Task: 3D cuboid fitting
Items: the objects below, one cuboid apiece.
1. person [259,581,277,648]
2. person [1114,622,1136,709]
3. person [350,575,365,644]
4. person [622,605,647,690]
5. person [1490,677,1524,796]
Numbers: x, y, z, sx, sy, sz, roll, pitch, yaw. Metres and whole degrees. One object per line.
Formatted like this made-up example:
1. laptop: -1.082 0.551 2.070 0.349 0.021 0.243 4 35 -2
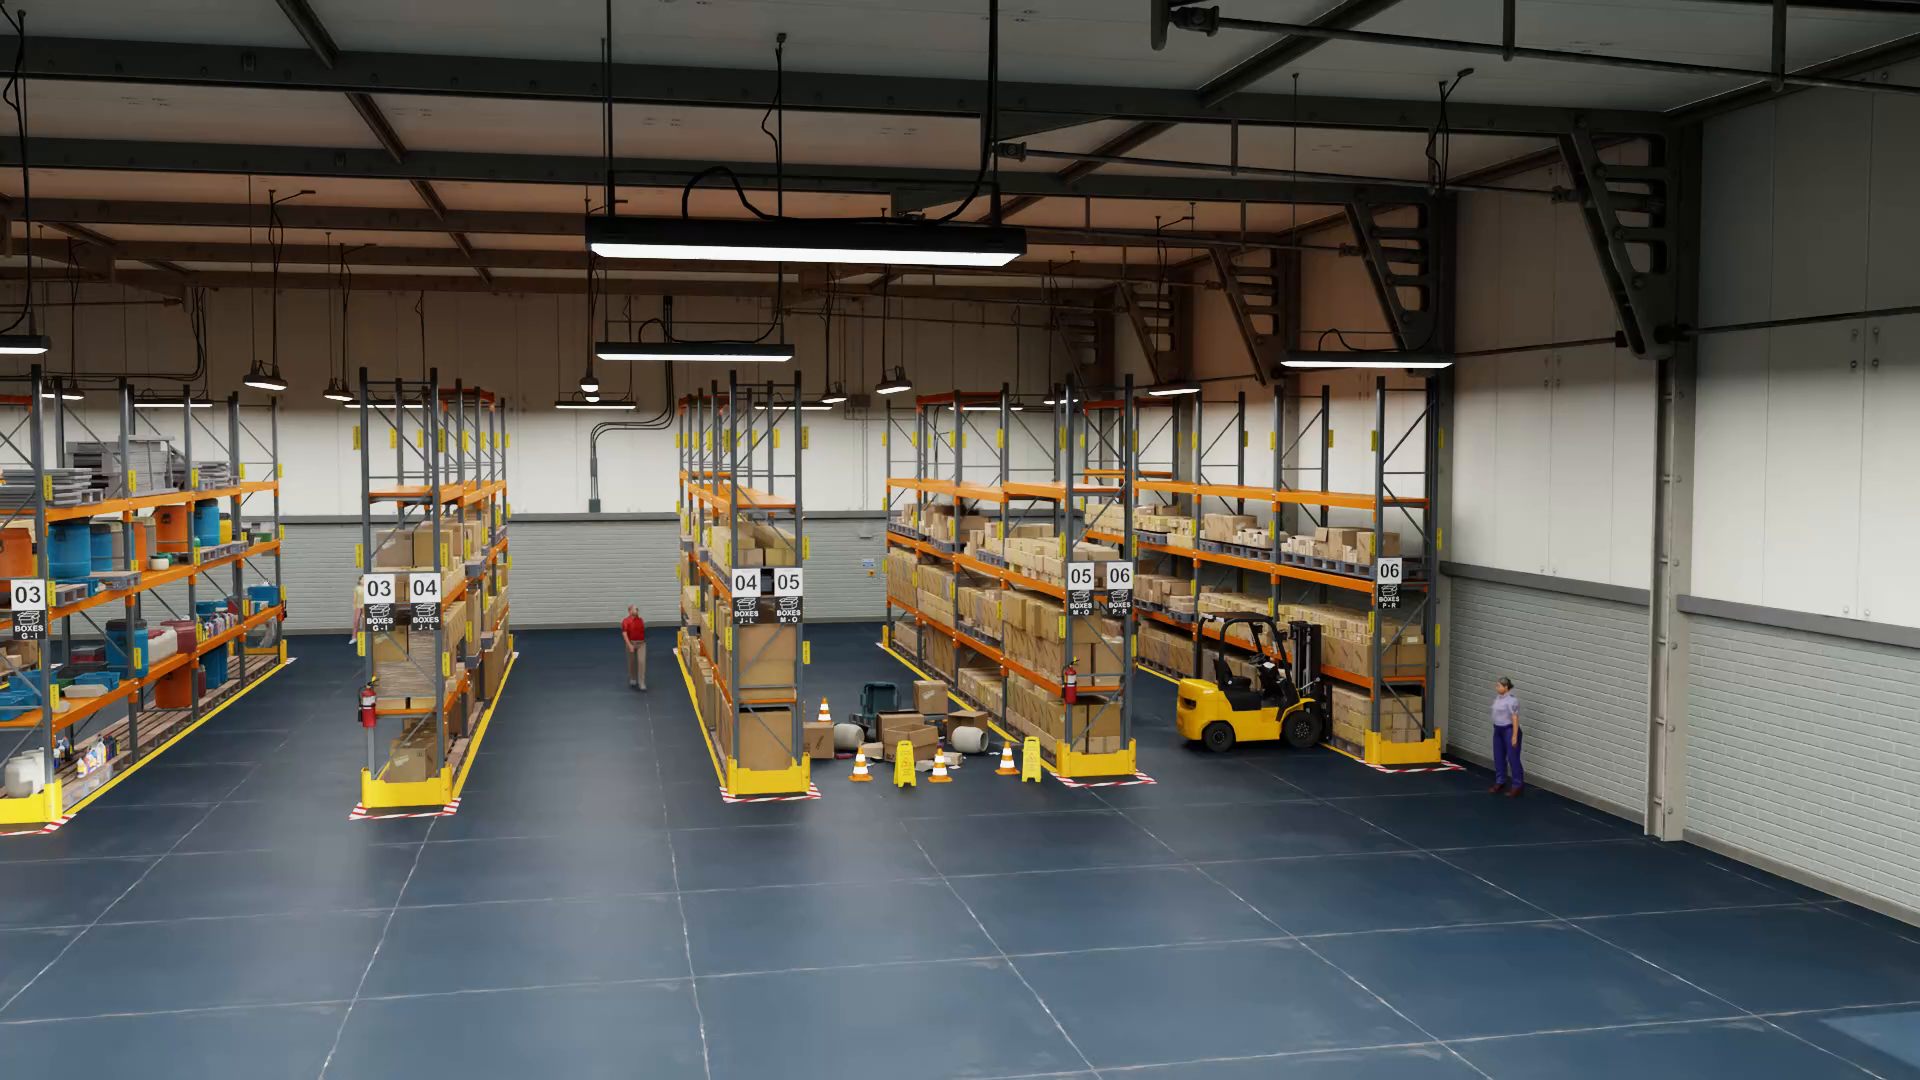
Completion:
1. person: -16.024 1.819 38.499 0.520 1.752 0.626 0 3 -1
2. person: 3.025 2.339 30.837 0.537 1.633 0.757 0 3 -7
3. person: -14.915 1.735 41.424 0.556 1.657 0.516 -1 4 -15
4. person: -6.579 2.151 33.603 0.490 1.672 0.965 -1 3 -11
5. person: 7.754 2.769 23.606 0.368 1.664 0.503 -1 4 -17
